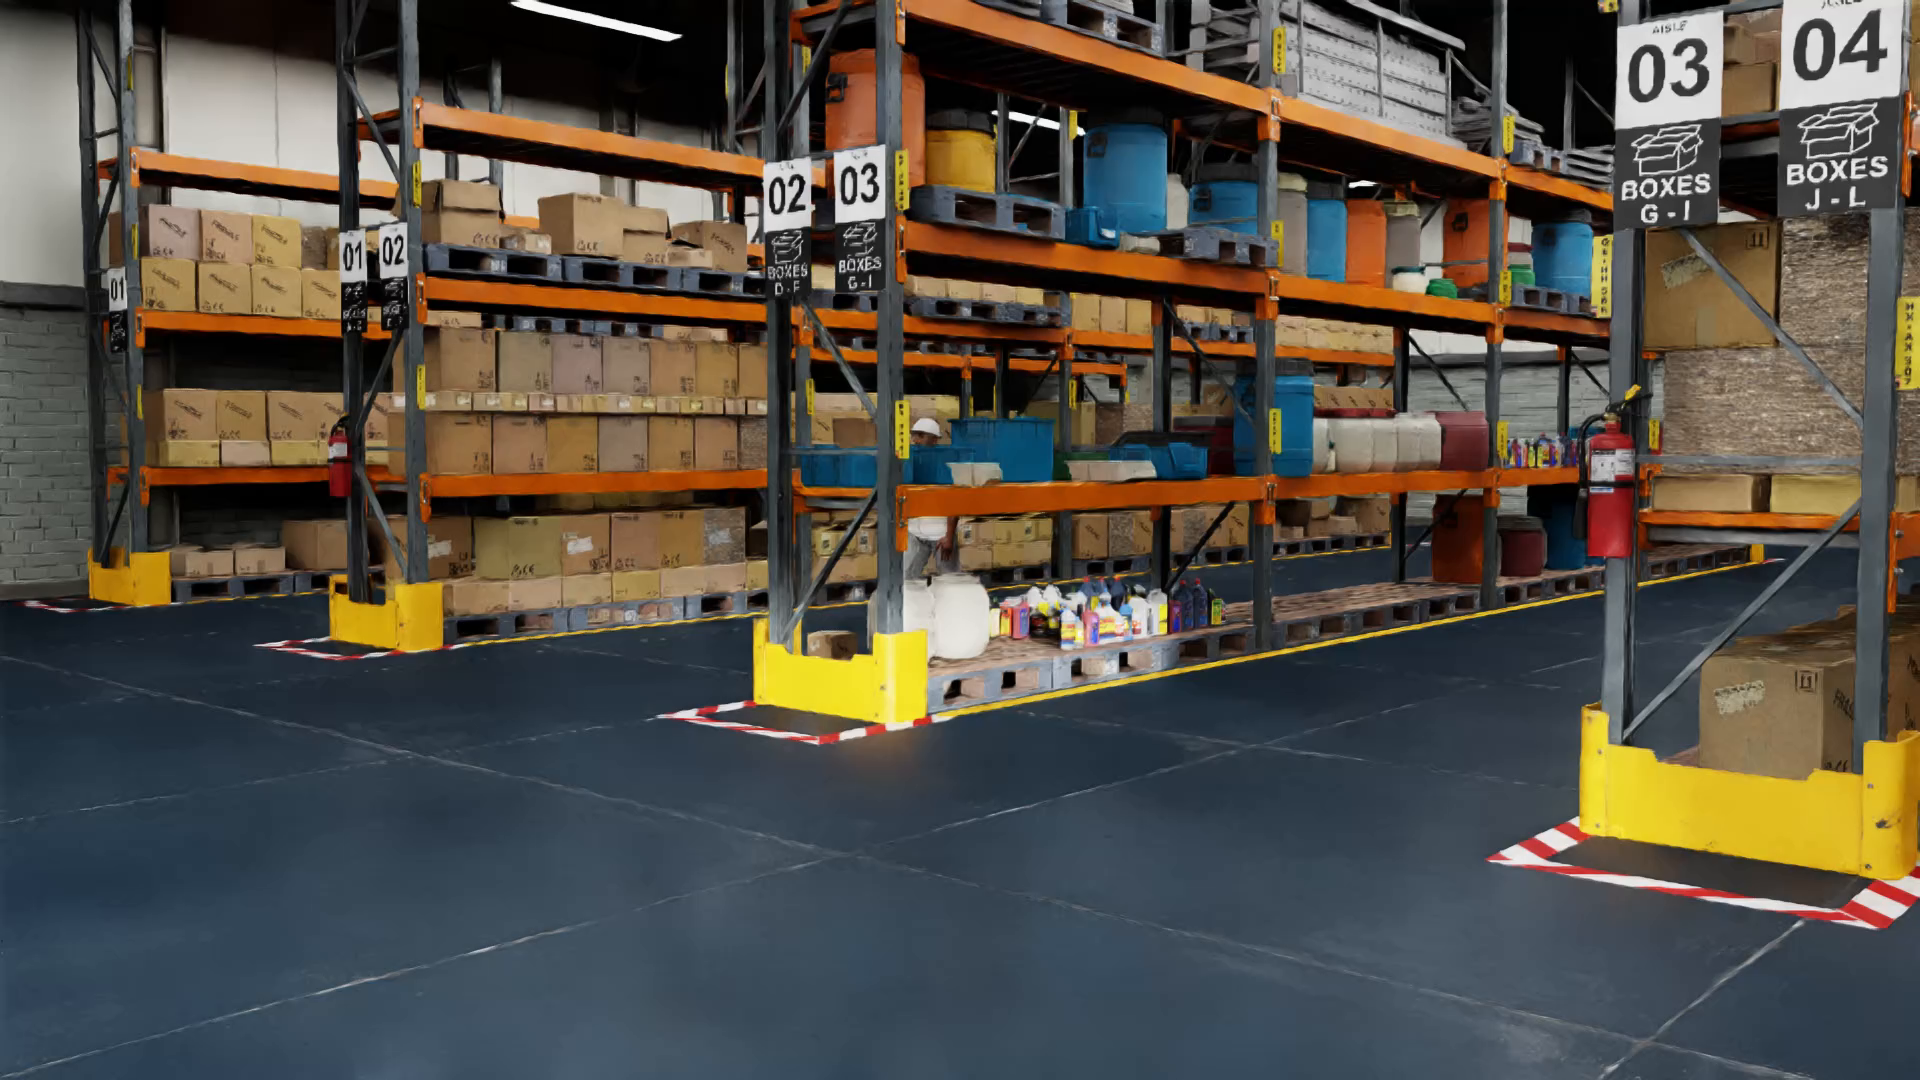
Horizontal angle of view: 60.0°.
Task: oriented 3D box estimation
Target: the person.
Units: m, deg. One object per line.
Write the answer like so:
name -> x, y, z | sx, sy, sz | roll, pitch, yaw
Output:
person -> -0.245, -0.050, 12.432 | 0.593, 1.725, 0.955 | 3, 5, 43
